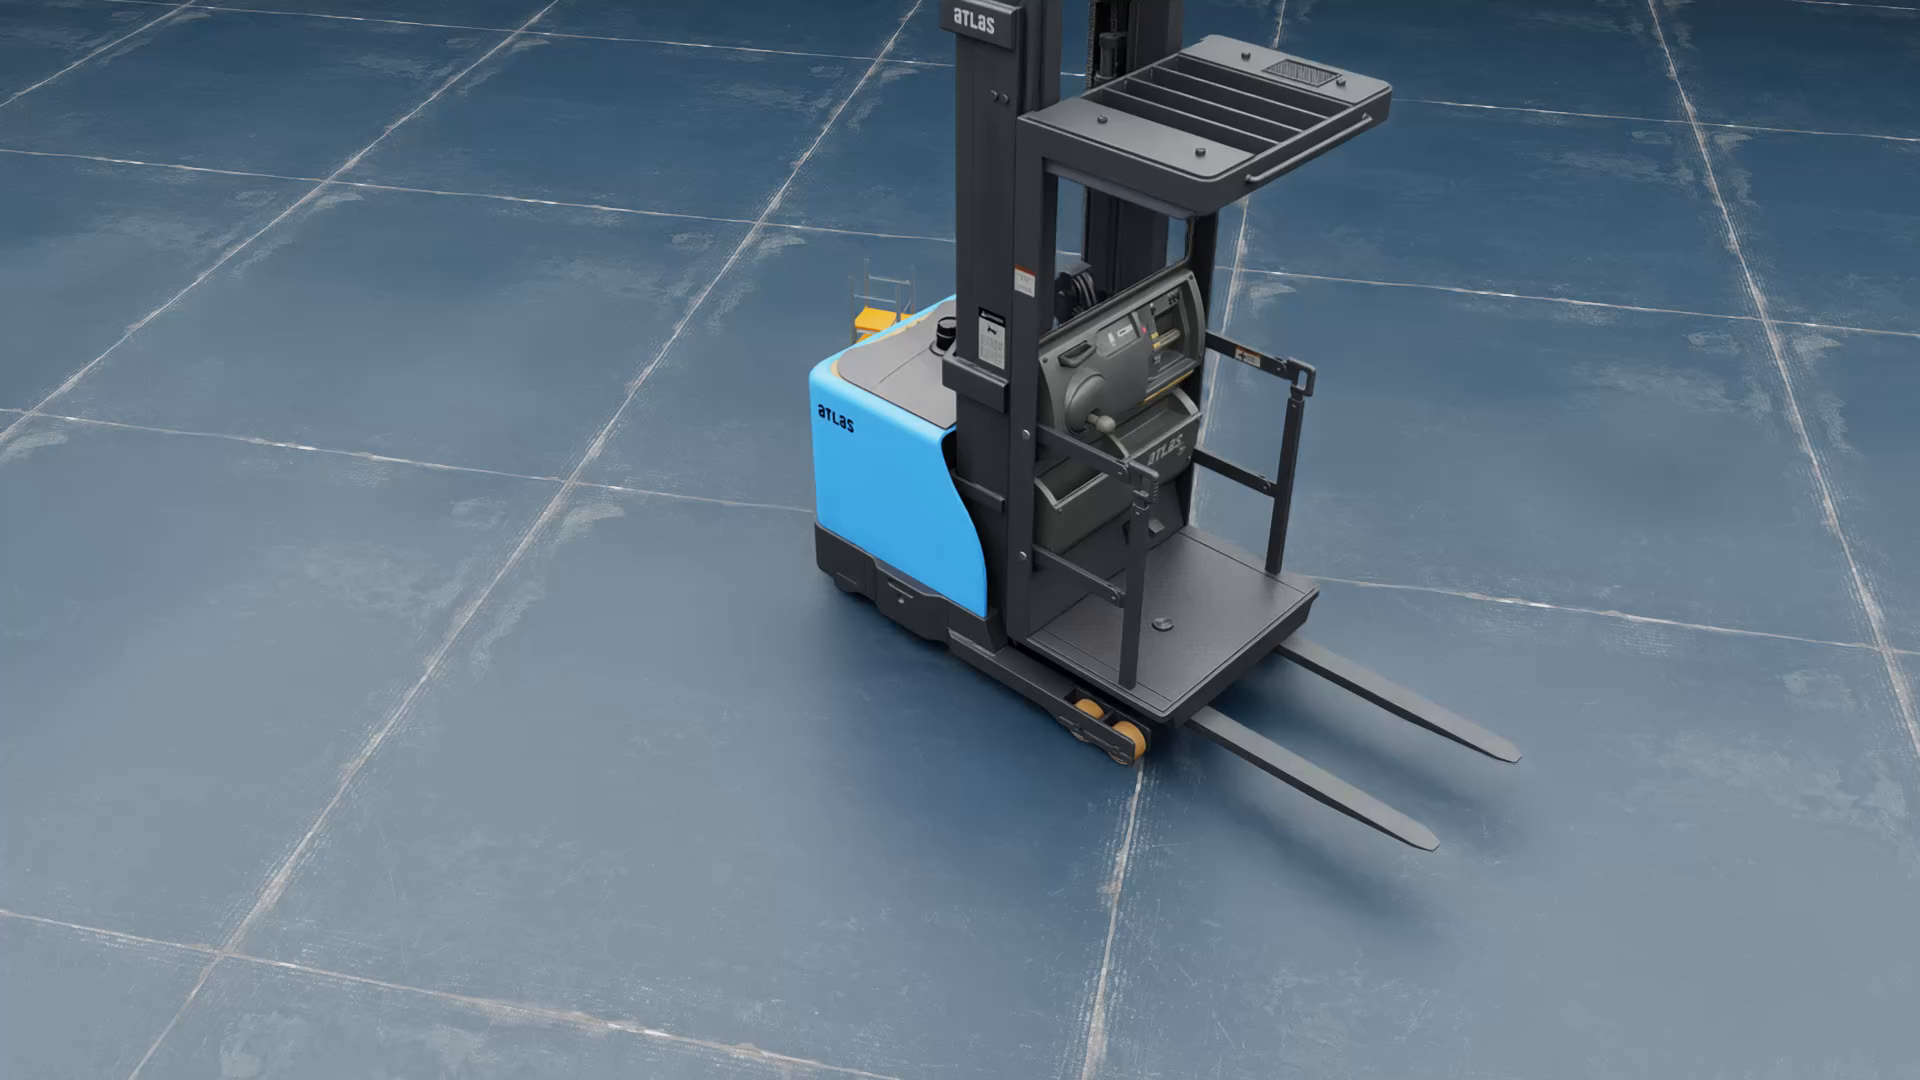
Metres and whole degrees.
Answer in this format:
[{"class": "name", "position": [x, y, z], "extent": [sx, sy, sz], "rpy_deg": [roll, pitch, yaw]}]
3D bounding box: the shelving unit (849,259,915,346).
[{"class": "shelving unit", "position": [-0.345, -0.697, 7.690], "extent": [0.258, 1.200, 0.189], "rpy_deg": [11, 37, 15]}]

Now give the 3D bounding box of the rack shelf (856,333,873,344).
[{"class": "rack shelf", "position": [-0.345, -0.856, 7.575], "extent": [0.258, 0.103, 0.180], "rpy_deg": [11, 37, 15]}]

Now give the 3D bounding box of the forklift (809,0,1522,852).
[{"class": "forklift", "position": [0.778, -0.656, 6.157], "extent": [3.031, 2.935, 1.130], "rpy_deg": [28, 45, 33]}]

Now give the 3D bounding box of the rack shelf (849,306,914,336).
[{"class": "rack shelf", "position": [-0.345, -0.953, 7.505], "extent": [0.258, 0.103, 0.180], "rpy_deg": [11, 37, 15]}]

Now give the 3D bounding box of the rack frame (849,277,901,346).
[{"class": "rack frame", "position": [-0.375, -0.647, 7.620], "extent": [0.240, 1.200, 0.006], "rpy_deg": [11, 37, 15]}]

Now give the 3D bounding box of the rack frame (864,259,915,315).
[{"class": "rack frame", "position": [-0.316, -0.748, 7.760], "extent": [0.240, 1.200, 0.006], "rpy_deg": [11, 37, 15]}]
